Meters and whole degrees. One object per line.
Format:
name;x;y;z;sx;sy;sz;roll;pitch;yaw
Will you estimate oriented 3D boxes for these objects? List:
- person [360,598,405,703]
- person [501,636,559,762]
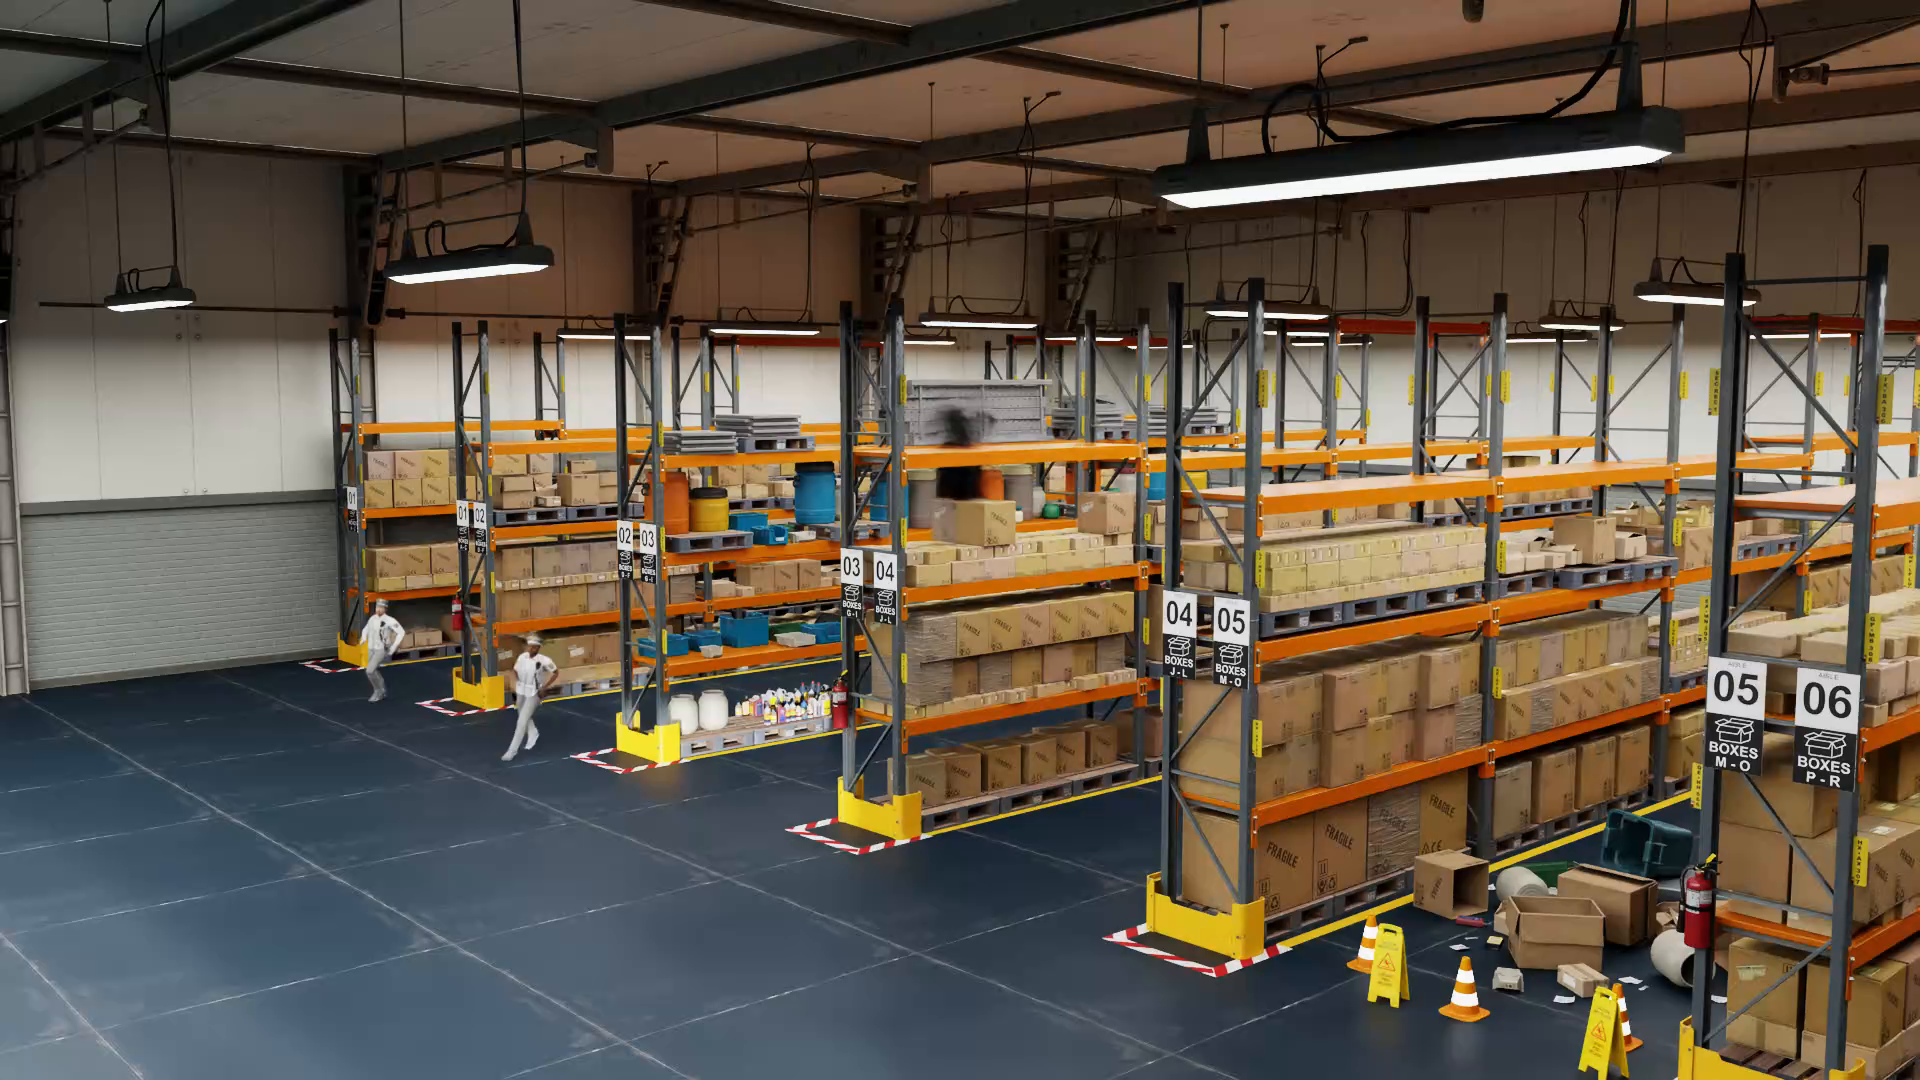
person;-9.166;1.745;26.260;0.685;1.664;0.588;3;6;25
person;-5.797;2.107;22.556;0.615;1.682;0.872;2;6;20
